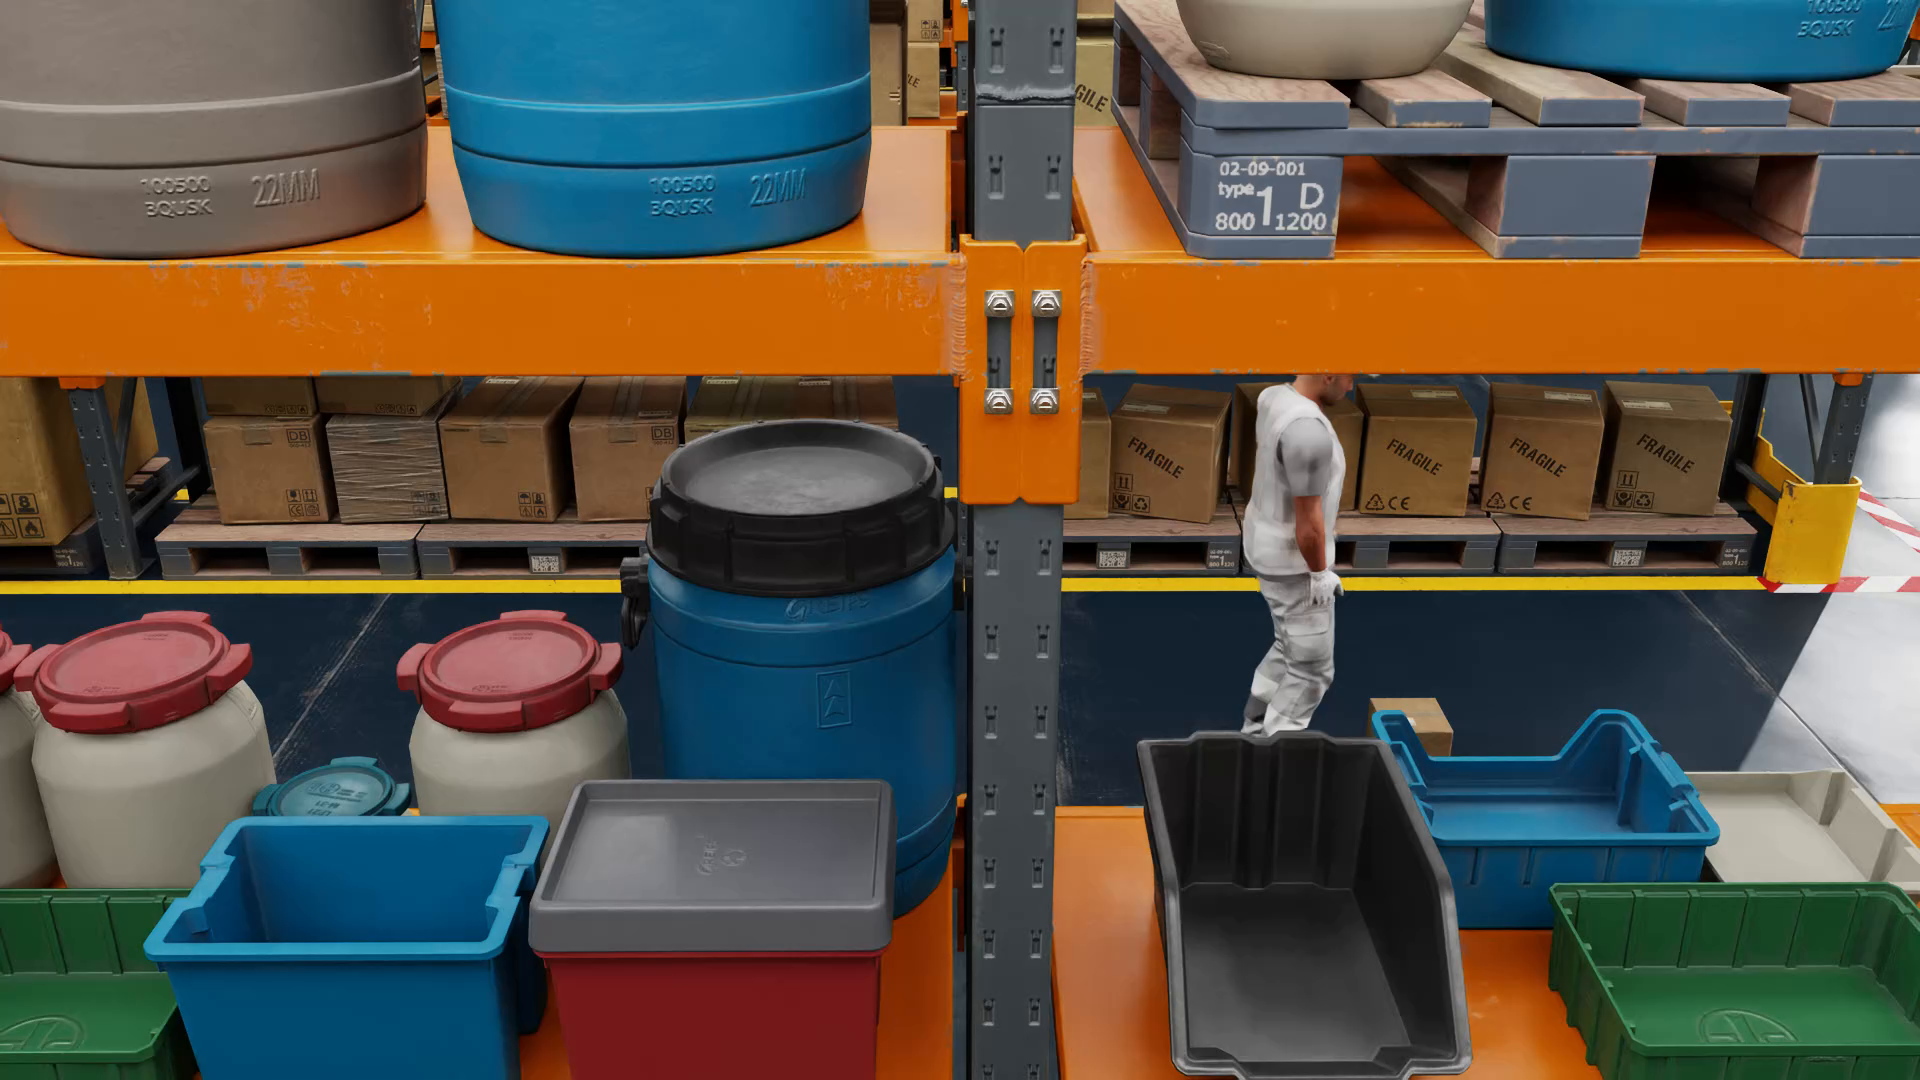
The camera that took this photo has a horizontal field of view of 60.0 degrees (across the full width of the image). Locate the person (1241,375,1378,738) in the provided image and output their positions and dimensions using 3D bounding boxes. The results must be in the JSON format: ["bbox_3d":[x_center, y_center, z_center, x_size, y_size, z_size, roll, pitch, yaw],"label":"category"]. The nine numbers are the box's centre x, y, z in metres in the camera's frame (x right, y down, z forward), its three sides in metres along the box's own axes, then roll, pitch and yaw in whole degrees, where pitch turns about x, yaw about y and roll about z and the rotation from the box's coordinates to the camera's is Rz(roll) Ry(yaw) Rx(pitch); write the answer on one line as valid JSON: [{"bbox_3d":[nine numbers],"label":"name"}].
[{"bbox_3d":[1.221,0.069,5.956,0.413,1.758,0.536,0,24,1],"label":"person"}]
